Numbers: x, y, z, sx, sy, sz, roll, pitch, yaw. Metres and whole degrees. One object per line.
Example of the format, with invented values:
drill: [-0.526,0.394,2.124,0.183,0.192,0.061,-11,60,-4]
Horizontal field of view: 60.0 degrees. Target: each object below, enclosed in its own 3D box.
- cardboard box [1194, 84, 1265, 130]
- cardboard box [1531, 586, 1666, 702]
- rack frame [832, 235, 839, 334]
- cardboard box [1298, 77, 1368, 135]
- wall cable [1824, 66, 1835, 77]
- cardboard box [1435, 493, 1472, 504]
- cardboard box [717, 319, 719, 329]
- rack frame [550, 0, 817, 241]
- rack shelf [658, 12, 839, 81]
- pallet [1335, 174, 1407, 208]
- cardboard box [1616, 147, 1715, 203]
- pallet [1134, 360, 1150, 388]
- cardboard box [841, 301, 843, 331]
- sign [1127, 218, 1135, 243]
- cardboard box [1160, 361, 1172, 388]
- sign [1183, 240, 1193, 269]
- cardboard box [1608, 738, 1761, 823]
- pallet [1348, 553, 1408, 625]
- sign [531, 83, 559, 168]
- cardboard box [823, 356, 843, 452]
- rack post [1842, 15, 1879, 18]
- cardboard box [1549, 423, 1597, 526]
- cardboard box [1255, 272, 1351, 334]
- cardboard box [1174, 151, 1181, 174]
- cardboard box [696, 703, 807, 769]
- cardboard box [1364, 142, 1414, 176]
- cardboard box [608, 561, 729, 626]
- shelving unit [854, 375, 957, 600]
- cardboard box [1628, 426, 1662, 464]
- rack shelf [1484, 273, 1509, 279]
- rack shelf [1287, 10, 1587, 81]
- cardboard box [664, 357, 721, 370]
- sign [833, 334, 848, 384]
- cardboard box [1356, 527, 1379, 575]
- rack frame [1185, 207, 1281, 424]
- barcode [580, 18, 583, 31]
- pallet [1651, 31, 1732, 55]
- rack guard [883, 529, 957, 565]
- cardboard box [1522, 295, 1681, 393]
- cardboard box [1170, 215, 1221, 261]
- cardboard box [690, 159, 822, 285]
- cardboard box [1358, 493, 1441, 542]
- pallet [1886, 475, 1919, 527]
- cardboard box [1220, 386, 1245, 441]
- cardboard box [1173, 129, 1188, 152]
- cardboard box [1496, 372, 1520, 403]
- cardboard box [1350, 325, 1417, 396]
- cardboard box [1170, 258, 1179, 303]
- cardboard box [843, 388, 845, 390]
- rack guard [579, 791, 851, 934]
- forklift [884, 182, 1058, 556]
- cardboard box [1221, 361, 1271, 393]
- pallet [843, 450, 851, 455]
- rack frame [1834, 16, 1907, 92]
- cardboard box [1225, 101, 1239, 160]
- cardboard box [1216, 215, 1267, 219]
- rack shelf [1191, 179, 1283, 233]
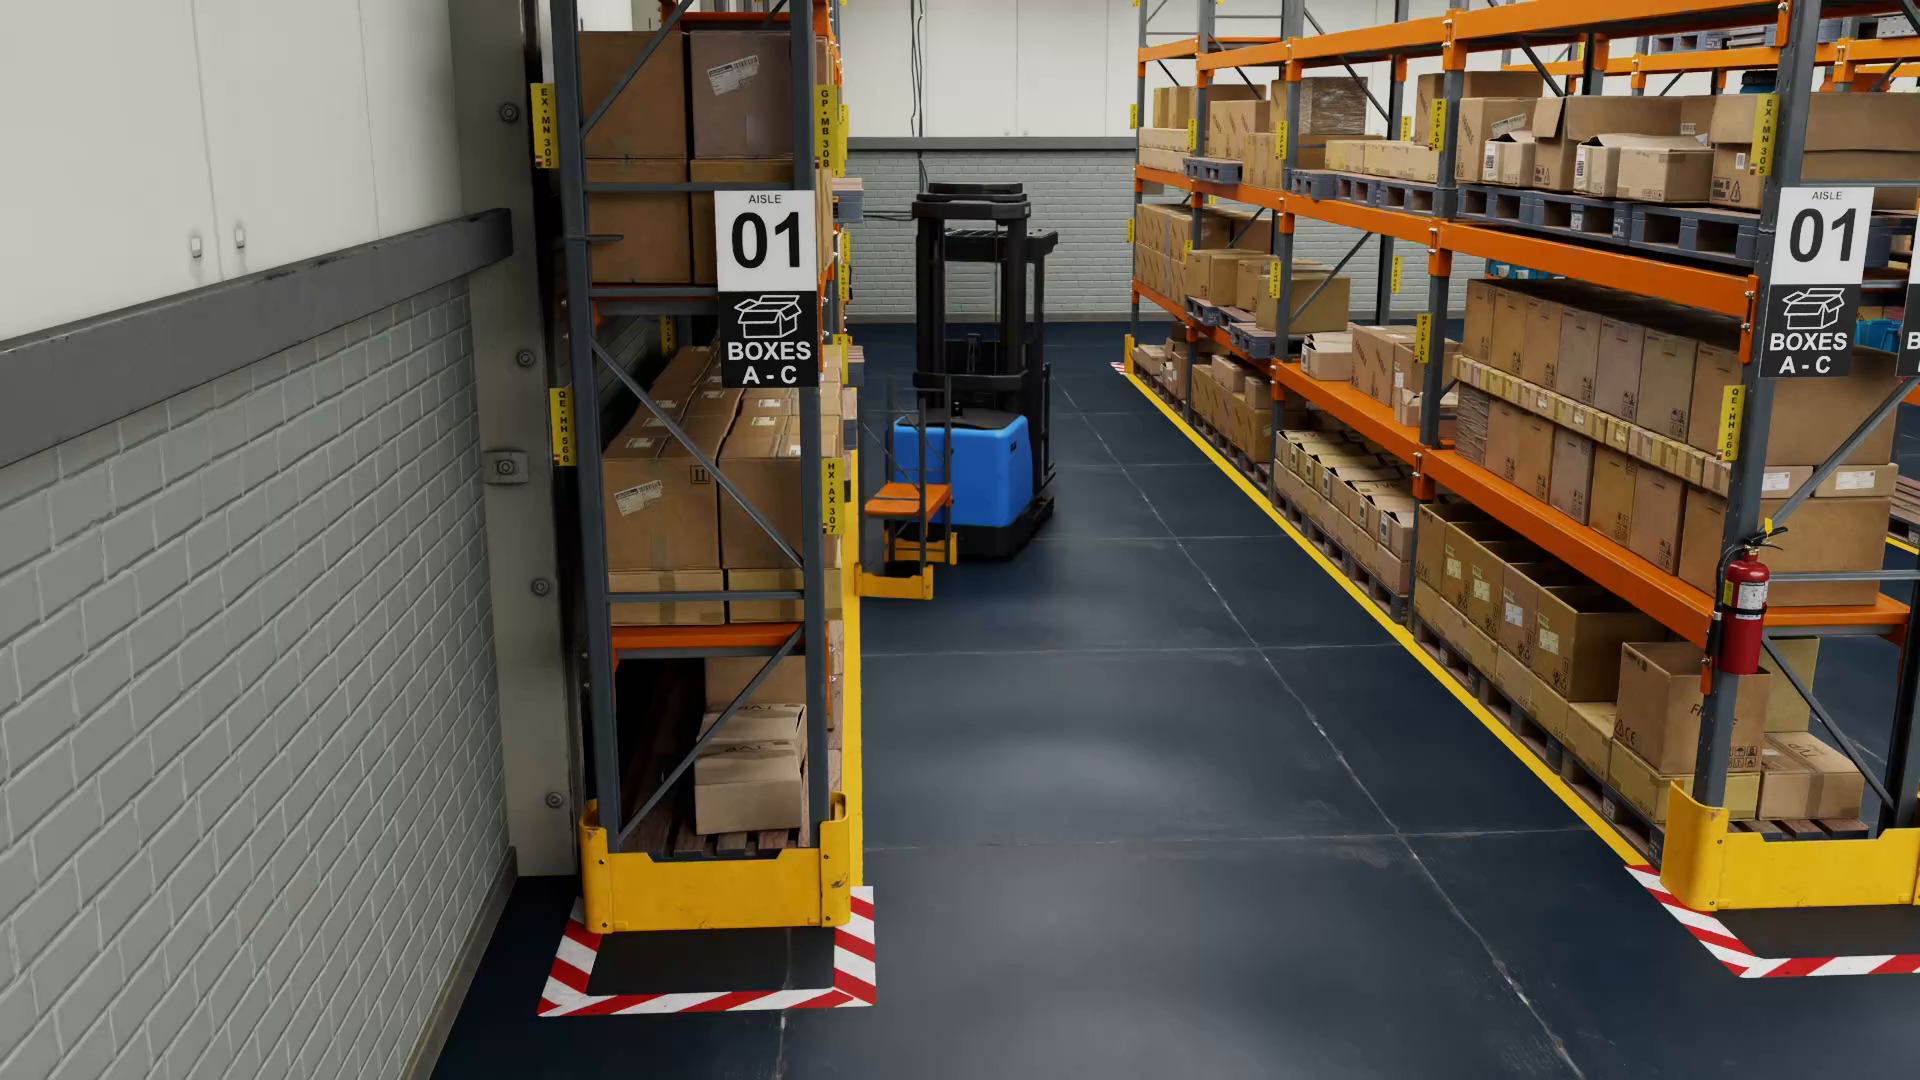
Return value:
cardboard box: [3.055,-4.923,18.914,0.700,0.500,0.500,-1,14,-3]
cardboard box: [3.460,0.555,9.021,0.500,0.500,0.500,-1,14,-3]
rack frame: [-1.573,-1.745,14.789,1.000,3.000,0.127,-1,14,-3]
cardboard box: [3.350,-3.917,15.002,0.500,0.500,0.500,-1,14,-3]
wall cable: [15.853,-9.887,27.938,2.277,5.999,0.120,-1,14,-3]
cardboard box: [3.816,-0.202,12.343,0.500,0.311,0.500,-1,14,-4]
cardboard box: [-1.422,-1.441,12.525,0.700,0.500,0.500,1,14,4]
rack frame: [-1.077,-2.661,6.309,1.000,3.000,0.127,-1,14,-3]
rack shelf: [-1.449,-3.611,12.248,1.077,0.370,4.000,-1,14,-3]
pallet: [3.575,-2.738,13.009,1.003,0.211,1.213,0,14,-1]
cardboard box: [3.532,-1.767,8.030,0.500,0.250,0.500,-1,14,-3]
pallet: [2.930,-2.244,22.327,1.003,0.211,1.213,-1,14,-3]
cardboard box: [-1.371,-2.202,15.729,0.500,0.500,0.500,0,14,-2]
sign: [2.334,-4.223,22.682,0.100,0.325,0.005,-1,14,-3]
cardboard box: [2.758,-2.052,20.496,0.500,0.311,0.500,-1,14,-3]
sign: [2.582,-3.226,18.809,0.100,0.325,0.005,-1,14,-3]
cardboard box: [3.539,1.166,8.148,0.500,0.250,0.500,-1,14,-3]
pallet: [3.534,0.340,12.281,1.003,0.211,1.213,-1,14,-3]
sign: [-1.632,-1.633,6.559,0.100,0.325,0.005,-1,14,-3]
cardboard box: [-0.950,-0.814,9.925,0.500,0.500,0.500,-1,14,-4]
rack post: [8.229,-4.946,15.344,0.954,0.300,0.937,-1,14,-3]
cardboard box: [3.752,-0.383,9.293,0.700,0.500,0.500,0,14,-2]
cardboard box: [3.220,-2.229,15.627,0.700,0.500,0.500,-6,16,-22]
cardboard box: [2.807,-4.439,19.540,0.500,0.250,0.500,-1,14,-3]
cardboard box: [-1.066,1.018,8.562,0.500,0.311,0.500,0,14,1]
cardboard box: [3.530,-3.022,13.188,0.500,0.250,0.500,-1,14,-5]
cardboard box: [-1.300,0.194,7.513,0.500,0.250,0.500,-1,14,-3]
shelving unit: [-0.407,-0.425,12.667,0.587,1.500,1.083,3,15,10]
cardboard box: [3.606,-0.479,8.365,0.380,0.149,0.250,-1,14,-3]
rack shelf: [7.943,-3.042,21.273,1.077,0.370,4.000,-1,14,-3]
rack shelf: [3.495,-3.688,12.549,1.077,0.370,4.000,-1,14,-3]
cardboard box: [-1.476,-0.802,9.879,0.500,0.500,0.500,-1,14,-4]
sign: [-0.784,-1.180,10.855,0.100,0.325,0.005,-1,14,-3]
cardboard box: [3.274,0.076,12.387,0.500,0.250,0.500,-1,14,-4]
rack frame: [3.123,-2.817,18.957,1.000,3.000,0.127,-1,14,-3]
barcode: [-1.620,-2.200,7.127,0.001,0.075,0.075,-1,14,-3]
pallet: [8.149,-5.308,17.778,1.003,0.211,1.213,-1,14,-3]
rack guard: [-0.320,0.058,13.298,0.587,0.250,0.087,3,15,10]
cardboard box: [3.716,-1.144,9.649,0.700,0.500,0.500,-1,14,-3]
cardboard box: [2.799,-3.599,19.788,0.500,0.500,0.500,-1,14,-5]
cardboard box: [-0.848,-1.353,7.006,0.500,0.500,0.500,-1,14,-2]
cardboard box: [3.269,-0.197,12.321,0.500,0.311,0.500,0,14,-2]
pallet: [8.324,-0.354,14.980,1.003,0.211,1.213,-1,14,-3]
cardboard box: [3.008,-1.313,17.244,0.500,0.500,0.500,-1,14,-6]
cardboard box: [2.795,-4.681,19.477,0.500,0.250,0.500,-1,14,-3]
cardboard box: [3.493,-0.929,10.114,0.380,0.149,0.250,-1,14,-4]
cardboard box: [3.491,-1.454,13.457,0.500,0.500,0.500,-2,15,-6]
cardboard box: [2.803,-3.114,19.910,0.500,0.500,0.500,0,14,-2]
cardboard box: [-1.593,-1.522,17.392,0.750,0.750,0.750,0,14,-2]
rack guard: [-1.082,1.436,7.442,1.175,0.500,0.348,-1,14,-3]
forklift: [0.225,-1.611,14.407,1.130,2.935,3.031,3,15,13]
cardboard box: [3.004,-1.686,17.186,0.500,0.250,0.500,-1,14,-4]
pallet: [-1.619,-0.895,17.080,1.003,0.211,1.213,-1,14,-3]
rack frame: [8.315,-4.803,14.636,1.000,3.000,0.127,-1,14,-3]
cardboard box: [3.145,-4.278,17.370,0.600,0.600,0.600,-1,14,-4]
cardboard box: [3.342,-3.600,19.791,0.500,0.500,0.500,-1,14,-5]
rack shelf: [3.247,-3.424,16.739,1.077,0.370,4.000,-1,14,-3]
